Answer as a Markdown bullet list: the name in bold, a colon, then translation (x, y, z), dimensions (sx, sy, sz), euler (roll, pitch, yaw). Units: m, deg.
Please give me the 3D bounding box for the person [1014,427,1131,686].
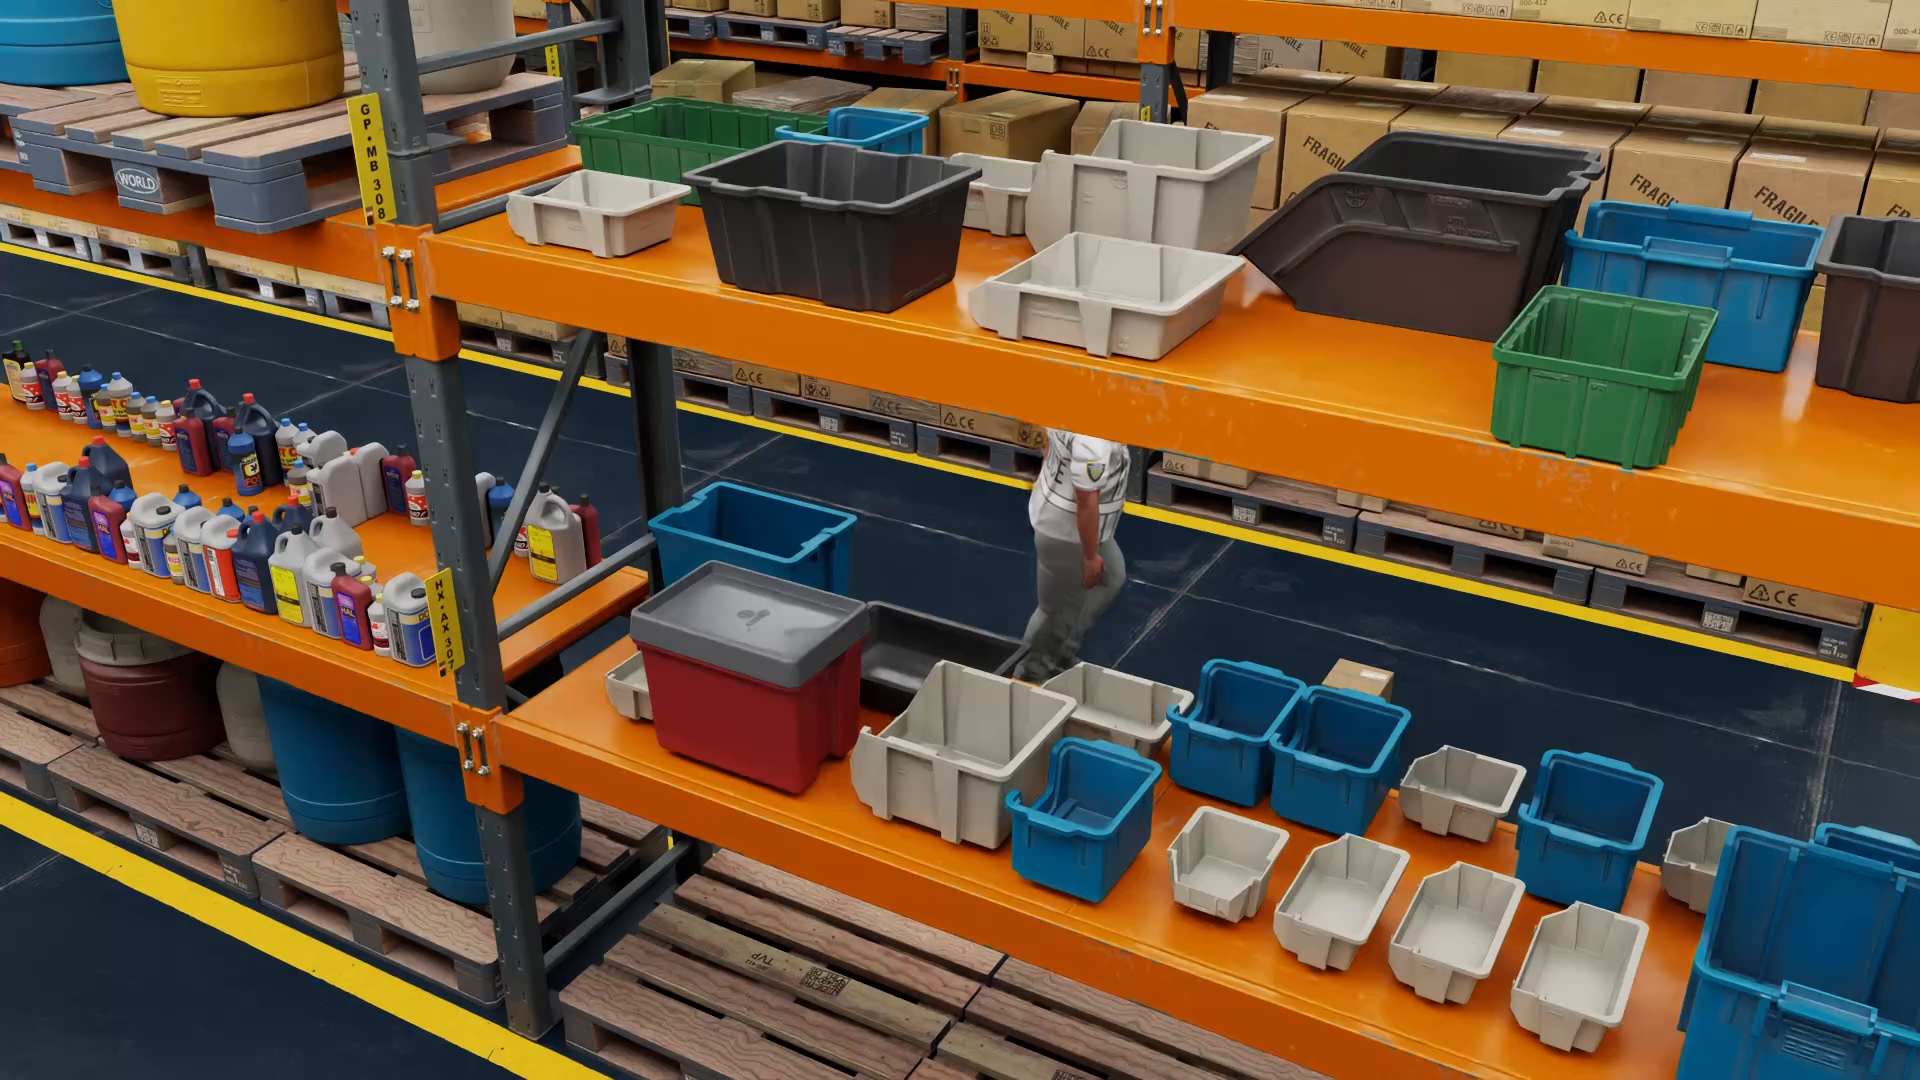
- **person**: translation (0.493, -0.054, 7.181), dimensions (0.519, 1.758, 0.571), euler (-1, 26, -1)
